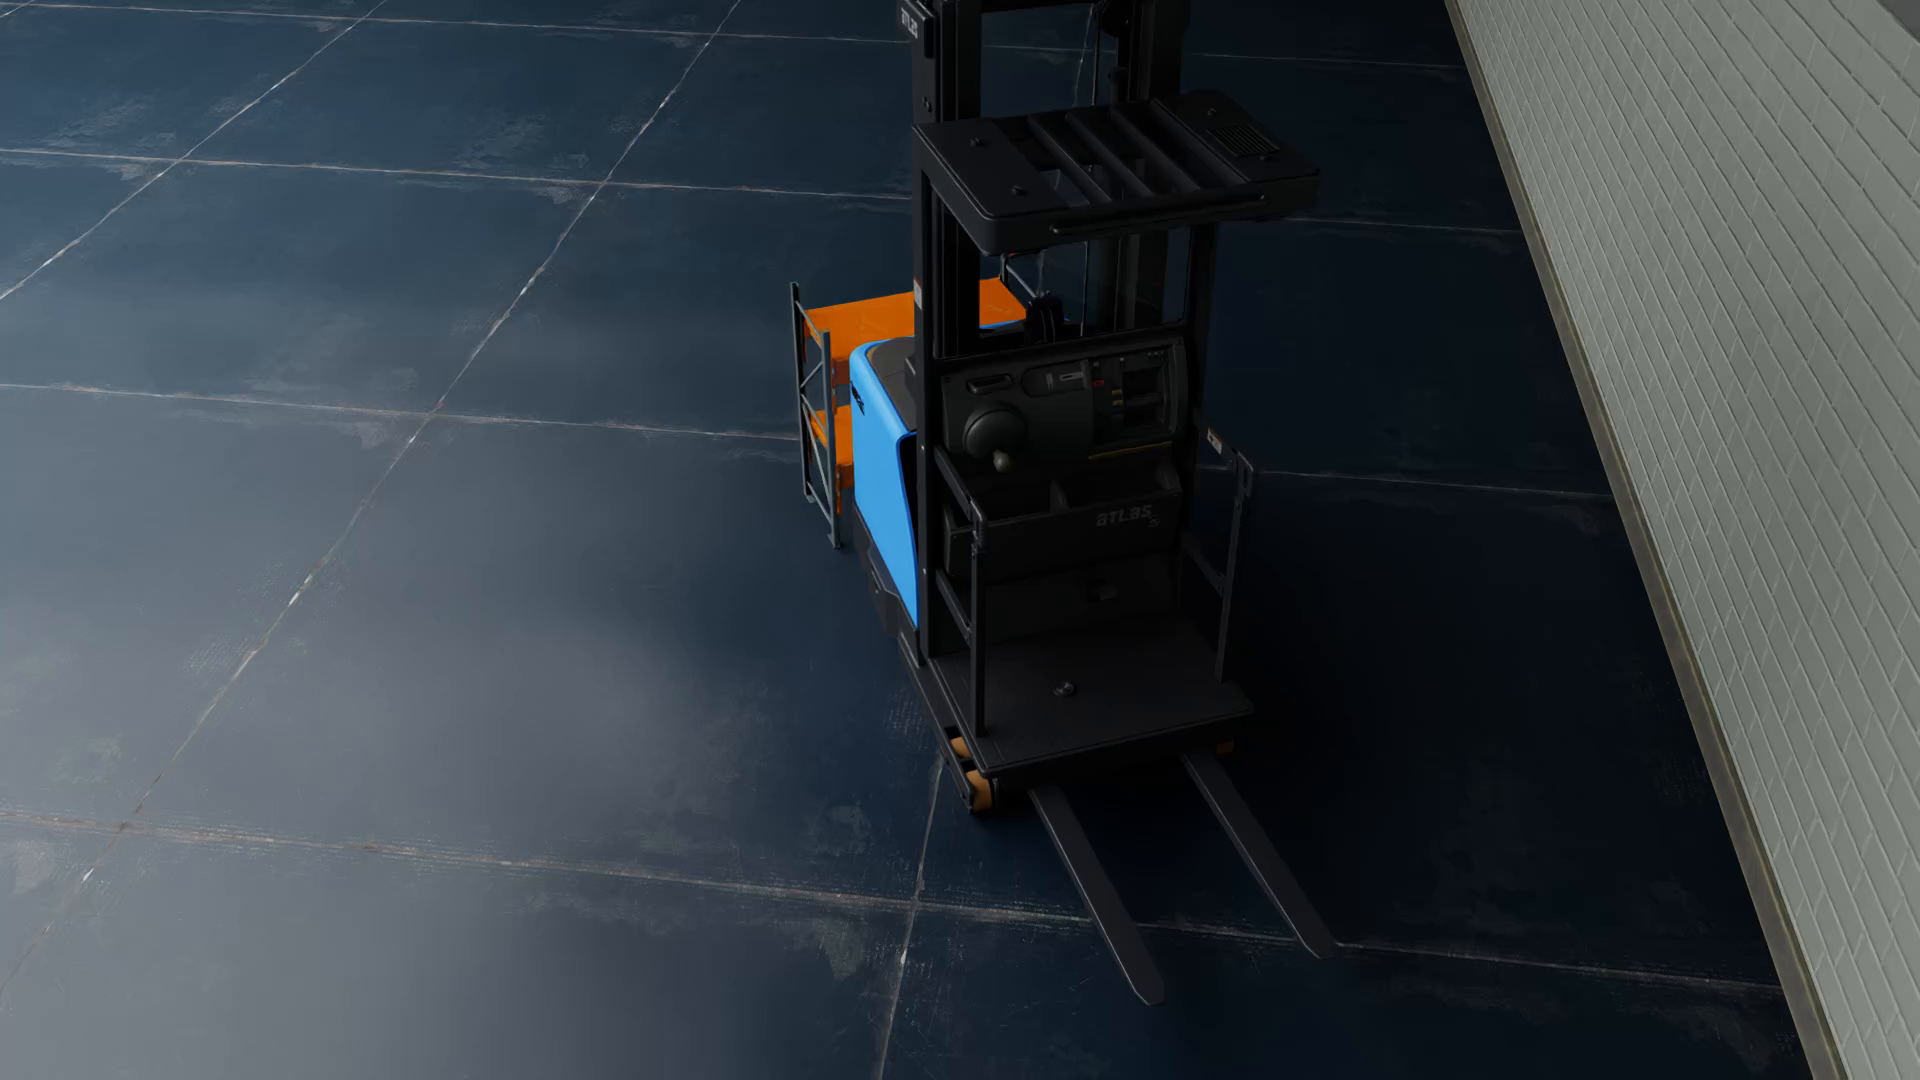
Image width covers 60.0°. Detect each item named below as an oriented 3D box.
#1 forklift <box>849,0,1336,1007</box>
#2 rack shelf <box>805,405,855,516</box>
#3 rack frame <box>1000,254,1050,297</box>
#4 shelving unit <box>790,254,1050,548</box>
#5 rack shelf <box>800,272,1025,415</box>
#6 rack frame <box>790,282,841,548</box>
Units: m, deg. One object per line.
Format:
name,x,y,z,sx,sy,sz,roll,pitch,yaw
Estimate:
forklift,0.452,-0.425,5.822,1.130,2.935,3.031,-11,37,-15
rack shelf,-0.181,-0.466,7.856,1.000,0.278,0.538,-13,37,-17
rack frame,0.293,-0.772,7.863,0.032,1.125,0.500,-13,37,-17
shelving unit,-0.181,-0.665,7.714,1.048,1.125,0.538,-13,37,-17
rack shelf,-0.181,-0.903,7.544,1.000,0.278,0.538,-13,37,-17
rack frame,-0.655,-0.559,7.564,0.032,1.125,0.500,-13,37,-17
